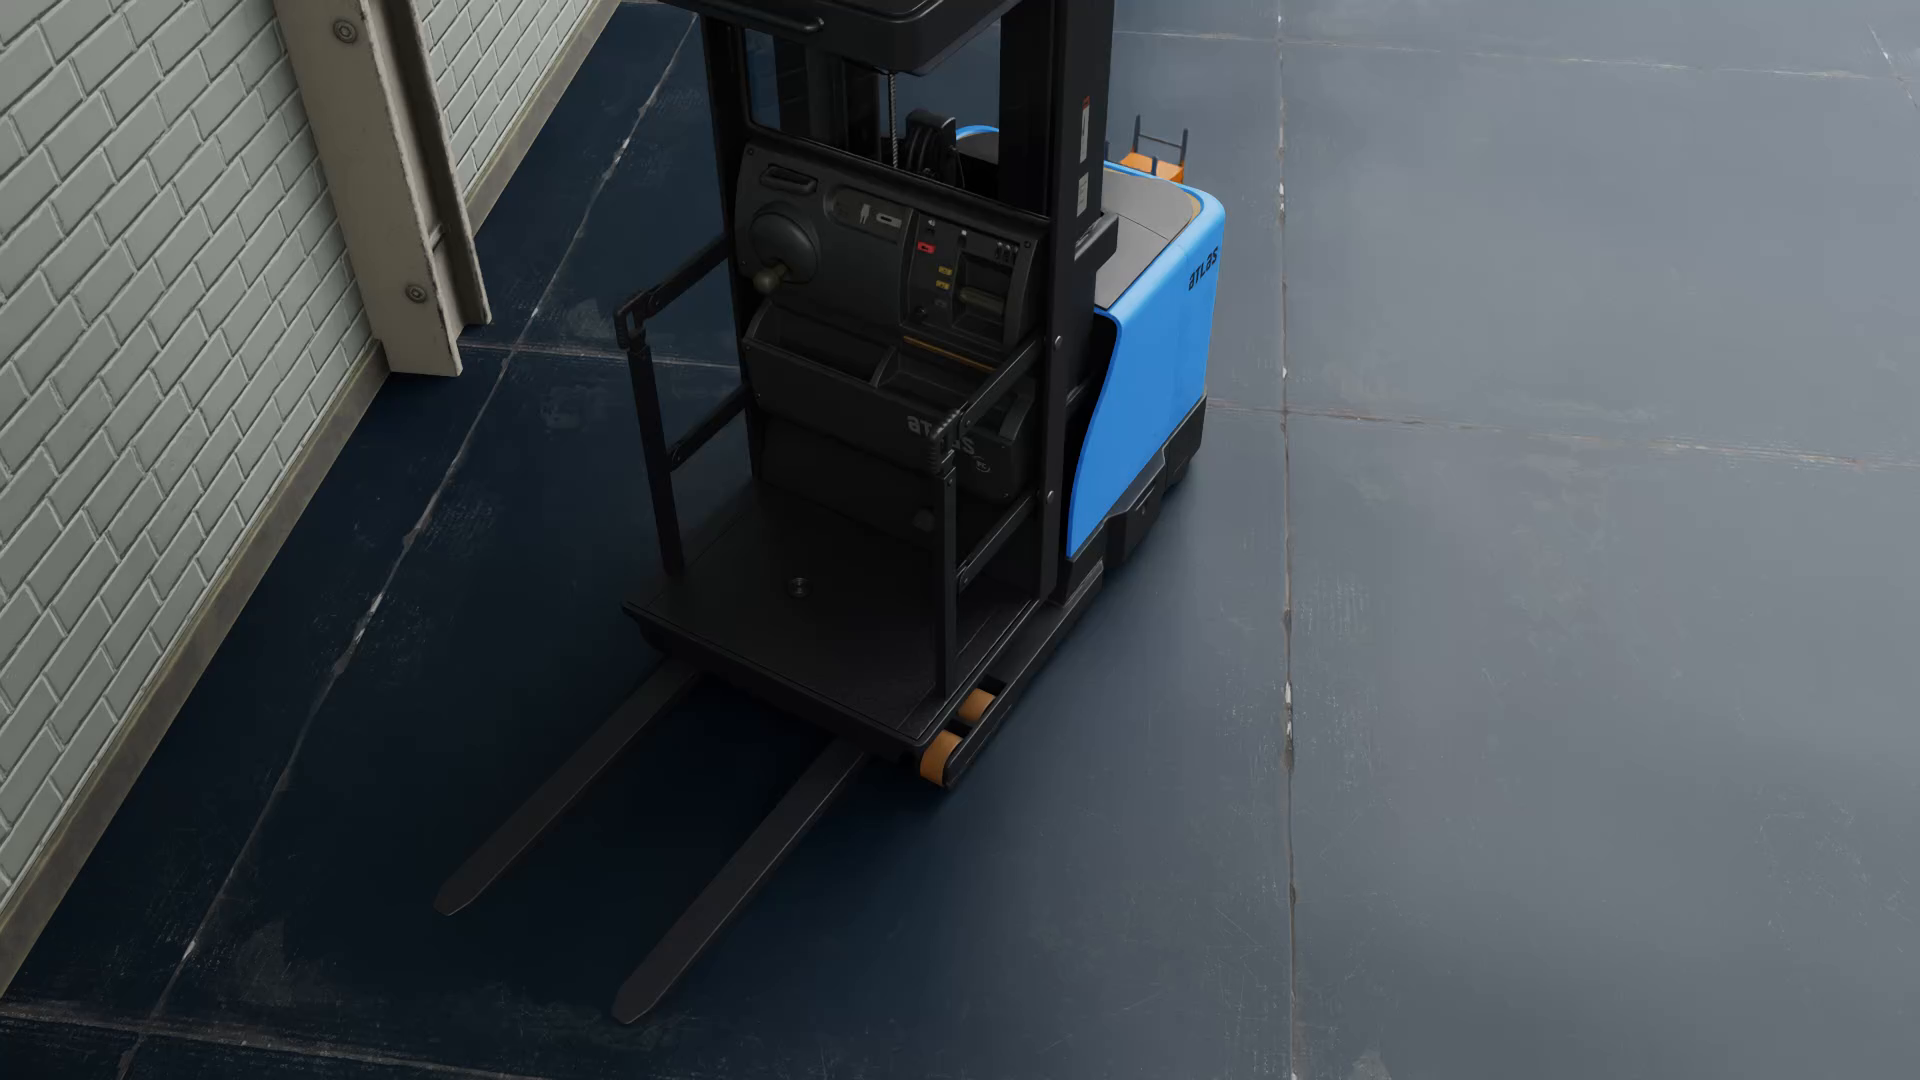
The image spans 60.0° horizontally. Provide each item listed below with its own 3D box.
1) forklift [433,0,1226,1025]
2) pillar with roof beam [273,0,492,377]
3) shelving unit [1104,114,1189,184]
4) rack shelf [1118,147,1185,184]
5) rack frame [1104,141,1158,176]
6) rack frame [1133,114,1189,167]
[{"bbox_3d":[-0.325,-0.699,4.357,1.130,2.935,3.031,23,48,22],"label":"forklift"},{"bbox_3d":[2.204,-3.655,3.066,9.100,9.000,0.400,5,44,6],"label":"pillar with roof beam"},{"bbox_3d":[0.621,-0.980,6.011,0.215,1.050,0.252,22,44,22],"label":"shelving unit"},{"bbox_3d":[0.630,-1.188,5.834,0.215,0.259,0.240,22,44,22],"label":"rack shelf"},{"bbox_3d":[0.558,-0.914,5.930,0.200,1.050,0.008,22,44,22],"label":"rack frame"},{"bbox_3d":[0.683,-1.046,6.092,0.200,1.050,0.008,22,44,22],"label":"rack frame"}]
